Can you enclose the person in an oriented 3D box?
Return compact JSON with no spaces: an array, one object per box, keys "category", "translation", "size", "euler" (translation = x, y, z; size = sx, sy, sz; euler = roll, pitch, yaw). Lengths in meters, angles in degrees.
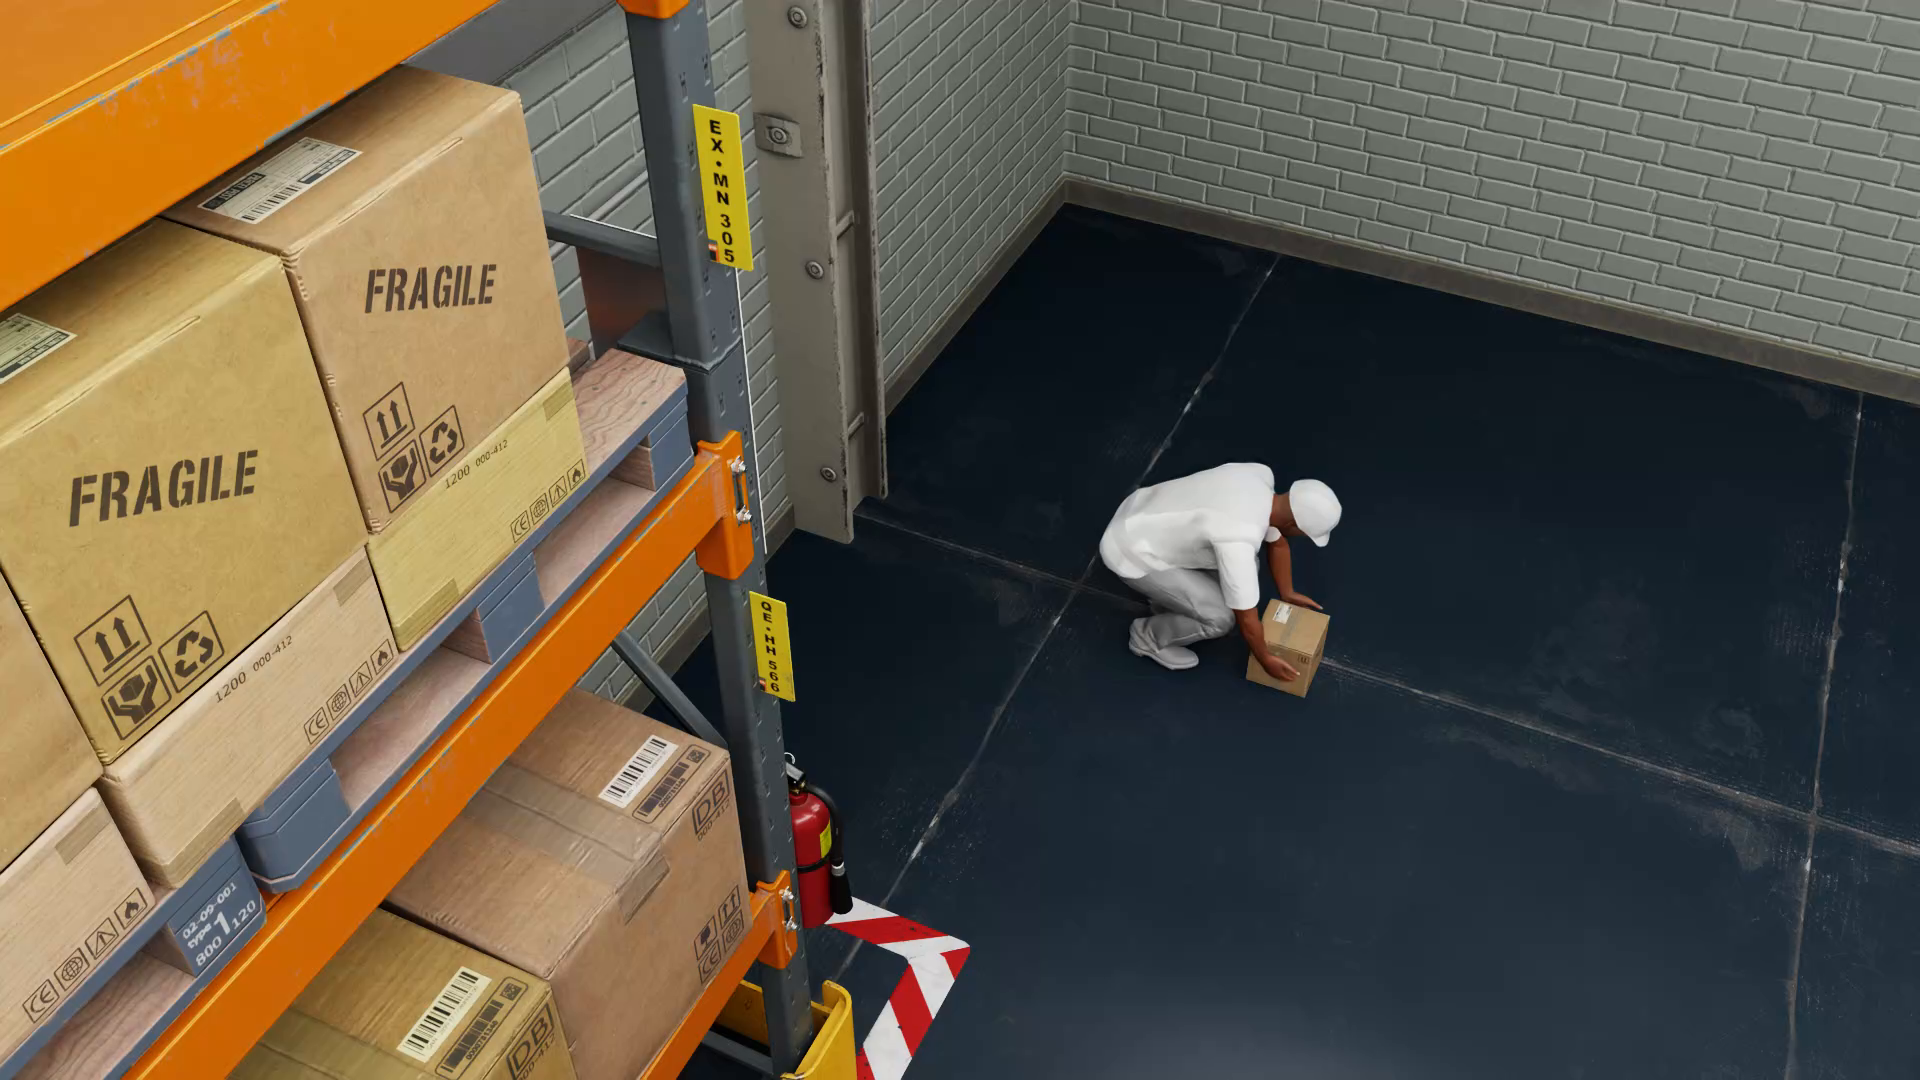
[{"category":"person","translation":[1.033,0.039,6.675],"size":[0.899,0.878,0.572],"euler":[17,45,18]}]
